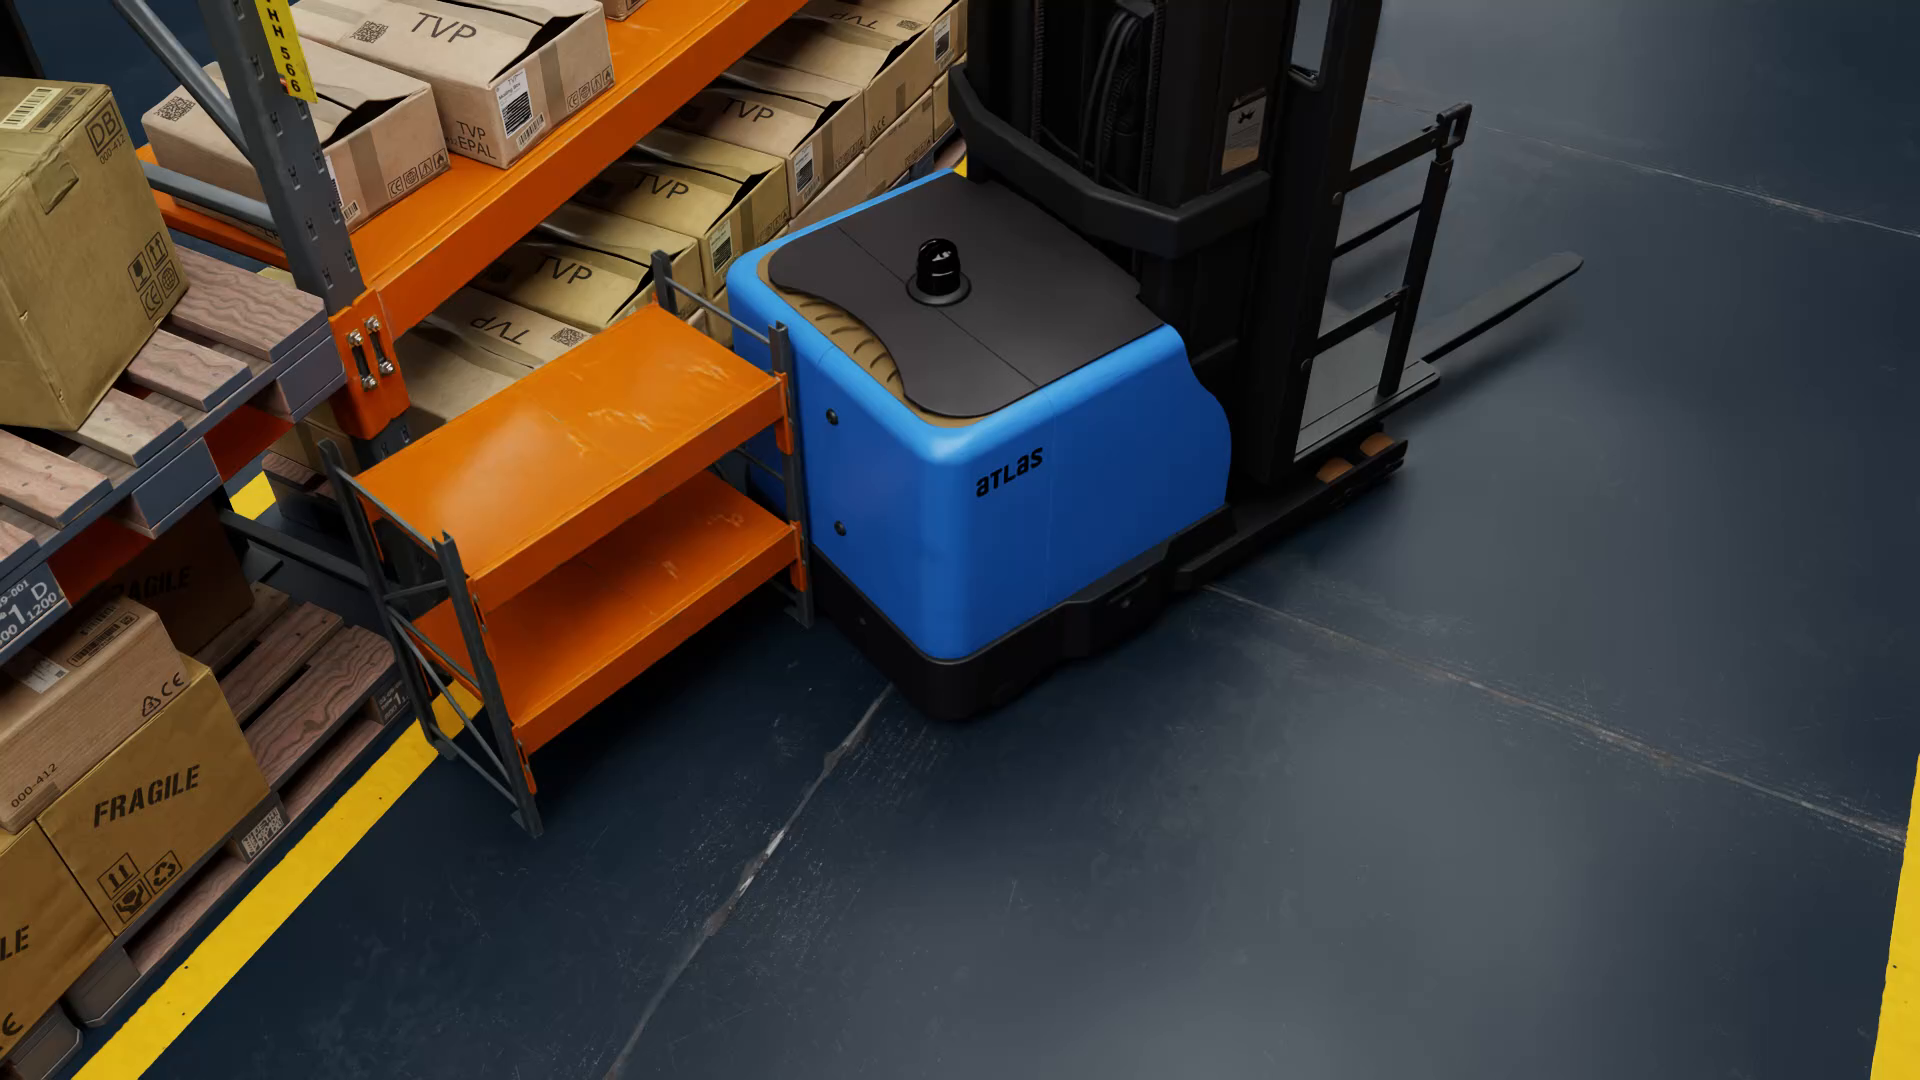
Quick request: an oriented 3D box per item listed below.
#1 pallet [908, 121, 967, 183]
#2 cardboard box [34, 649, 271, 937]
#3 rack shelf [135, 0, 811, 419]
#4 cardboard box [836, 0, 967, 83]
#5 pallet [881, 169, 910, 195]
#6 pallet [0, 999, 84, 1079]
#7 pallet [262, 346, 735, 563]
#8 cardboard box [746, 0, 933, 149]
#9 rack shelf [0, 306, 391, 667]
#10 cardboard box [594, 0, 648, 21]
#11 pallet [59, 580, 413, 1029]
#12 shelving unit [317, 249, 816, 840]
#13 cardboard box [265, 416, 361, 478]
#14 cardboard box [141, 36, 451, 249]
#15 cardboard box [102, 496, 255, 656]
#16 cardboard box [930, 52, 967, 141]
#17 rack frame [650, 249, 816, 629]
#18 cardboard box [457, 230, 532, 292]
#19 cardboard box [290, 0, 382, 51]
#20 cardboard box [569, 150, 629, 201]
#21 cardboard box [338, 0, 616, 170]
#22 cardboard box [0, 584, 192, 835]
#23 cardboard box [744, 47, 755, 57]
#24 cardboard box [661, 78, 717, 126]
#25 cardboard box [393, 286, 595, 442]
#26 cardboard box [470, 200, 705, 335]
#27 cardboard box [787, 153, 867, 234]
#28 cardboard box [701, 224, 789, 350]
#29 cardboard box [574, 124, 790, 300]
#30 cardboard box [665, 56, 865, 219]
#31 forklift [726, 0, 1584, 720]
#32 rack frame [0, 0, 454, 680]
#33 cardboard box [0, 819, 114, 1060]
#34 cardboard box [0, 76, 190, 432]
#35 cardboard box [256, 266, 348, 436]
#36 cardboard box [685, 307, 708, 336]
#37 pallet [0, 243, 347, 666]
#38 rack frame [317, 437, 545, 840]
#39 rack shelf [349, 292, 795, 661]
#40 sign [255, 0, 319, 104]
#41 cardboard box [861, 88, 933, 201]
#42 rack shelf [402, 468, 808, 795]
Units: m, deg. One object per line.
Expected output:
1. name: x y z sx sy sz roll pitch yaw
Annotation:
1. pallet: -0.340 -1.913 6.992 1.003 0.211 1.213 20 49 19
2. cardboard box: -2.116 0.541 4.055 0.500 0.500 0.500 22 49 21
3. rack shelf: -0.961 -1.857 5.482 1.077 0.370 4.000 20 49 19
4. cardboard box: -0.203 -2.068 6.429 0.500 0.311 0.500 22 49 20
5. pallet: -0.906 -1.141 6.229 1.003 0.211 1.213 20 49 19
6. pallet: -2.837 1.354 3.764 1.003 0.211 1.213 20 49 19
7. pallet: -1.473 -0.375 5.473 1.003 0.211 1.213 20 49 19
8. cardboard box: -0.437 -1.755 6.119 0.500 0.311 0.500 20 49 19
9. rack shelf: -2.818 0.663 2.992 1.077 0.370 4.000 20 49 19
10. cardboard box: -1.125 -1.948 4.996 0.500 0.500 0.500 18 48 17
11. pallet: -2.270 0.588 4.520 1.003 0.211 1.213 20 49 19
12. shelving unit: -0.970 0.013 4.447 0.538 1.125 1.048 33 54 28
13. cardboard box: -1.862 -0.443 5.217 0.500 0.250 0.500 22 49 20
14. cardboard box: -1.682 -1.033 4.225 0.500 0.311 0.500 23 50 21
15. cardboard box: -2.354 0.066 4.523 0.500 0.500 0.500 22 49 21
16. cardboard box: -0.205 -1.876 6.633 0.500 0.250 0.500 20 49 18
17. rack frame: -0.629 -0.255 4.711 0.500 1.125 0.032 33 54 28
18. cardboard box: -1.629 -0.969 5.342 0.500 0.311 0.500 20 49 18
19. cardboard box: -1.717 -1.419 4.721 0.380 0.149 0.250 20 49 19
20. cardboard box: -1.393 -1.286 5.656 0.500 0.311 0.500 20 49 19
21. cardboard box: -1.303 -1.318 4.506 0.500 0.311 0.500 20 49 19
22. cardboard box: -2.139 0.314 3.752 0.500 0.250 0.500 22 49 21
23. cardboard box: -0.922 -1.930 6.292 0.500 0.311 0.500 19 48 18
24. cardboard box: -1.158 -1.601 5.967 0.500 0.311 0.500 22 49 20
25. cardboard box: -1.387 -0.461 4.840 0.500 0.311 0.500 22 49 20
26. cardboard box: -1.150 -0.795 5.170 0.500 0.311 0.500 19 48 18
27. cardboard box: -0.680 -1.233 5.998 0.500 0.250 0.500 21 49 20
28. cardboard box: -0.918 -0.910 5.679 0.500 0.250 0.500 19 48 18
29. cardboard box: -0.911 -1.115 5.487 0.500 0.311 0.500 19 48 18
30. cardboard box: -0.673 -1.439 5.807 0.500 0.311 0.500 20 49 19
31. forklift: 0.825 -1.400 4.573 3.031 2.935 1.130 -29 52 -26
32. rack frame: -1.890 -0.850 3.981 1.000 3.000 0.127 20 49 19
33. cardboard box: -2.357 0.867 3.733 0.500 0.500 0.500 19 48 18
34. cardboard box: -2.082 -0.599 3.367 0.700 0.500 0.500 6 46 6
35. cardboard box: -1.865 -0.639 5.017 0.500 0.311 0.500 22 49 20
36. cardboard box: -1.154 -0.581 5.353 0.500 0.250 0.500 19 48 18
37. pallet: -2.142 -0.332 3.604 1.213 0.211 1.003 20 49 19
38. rack frame: -1.312 0.281 4.182 0.500 1.125 0.032 33 54 28
39. rack shelf: -0.970 -0.193 4.238 0.538 0.278 1.000 33 54 28
40. sign: -1.405 -1.056 3.426 0.100 0.325 0.005 20 49 19
41. cardboard box: -0.442 -1.553 6.314 0.500 0.250 0.500 21 49 20
42. rack shelf: -0.970 0.185 4.620 0.538 0.278 1.000 33 54 28
